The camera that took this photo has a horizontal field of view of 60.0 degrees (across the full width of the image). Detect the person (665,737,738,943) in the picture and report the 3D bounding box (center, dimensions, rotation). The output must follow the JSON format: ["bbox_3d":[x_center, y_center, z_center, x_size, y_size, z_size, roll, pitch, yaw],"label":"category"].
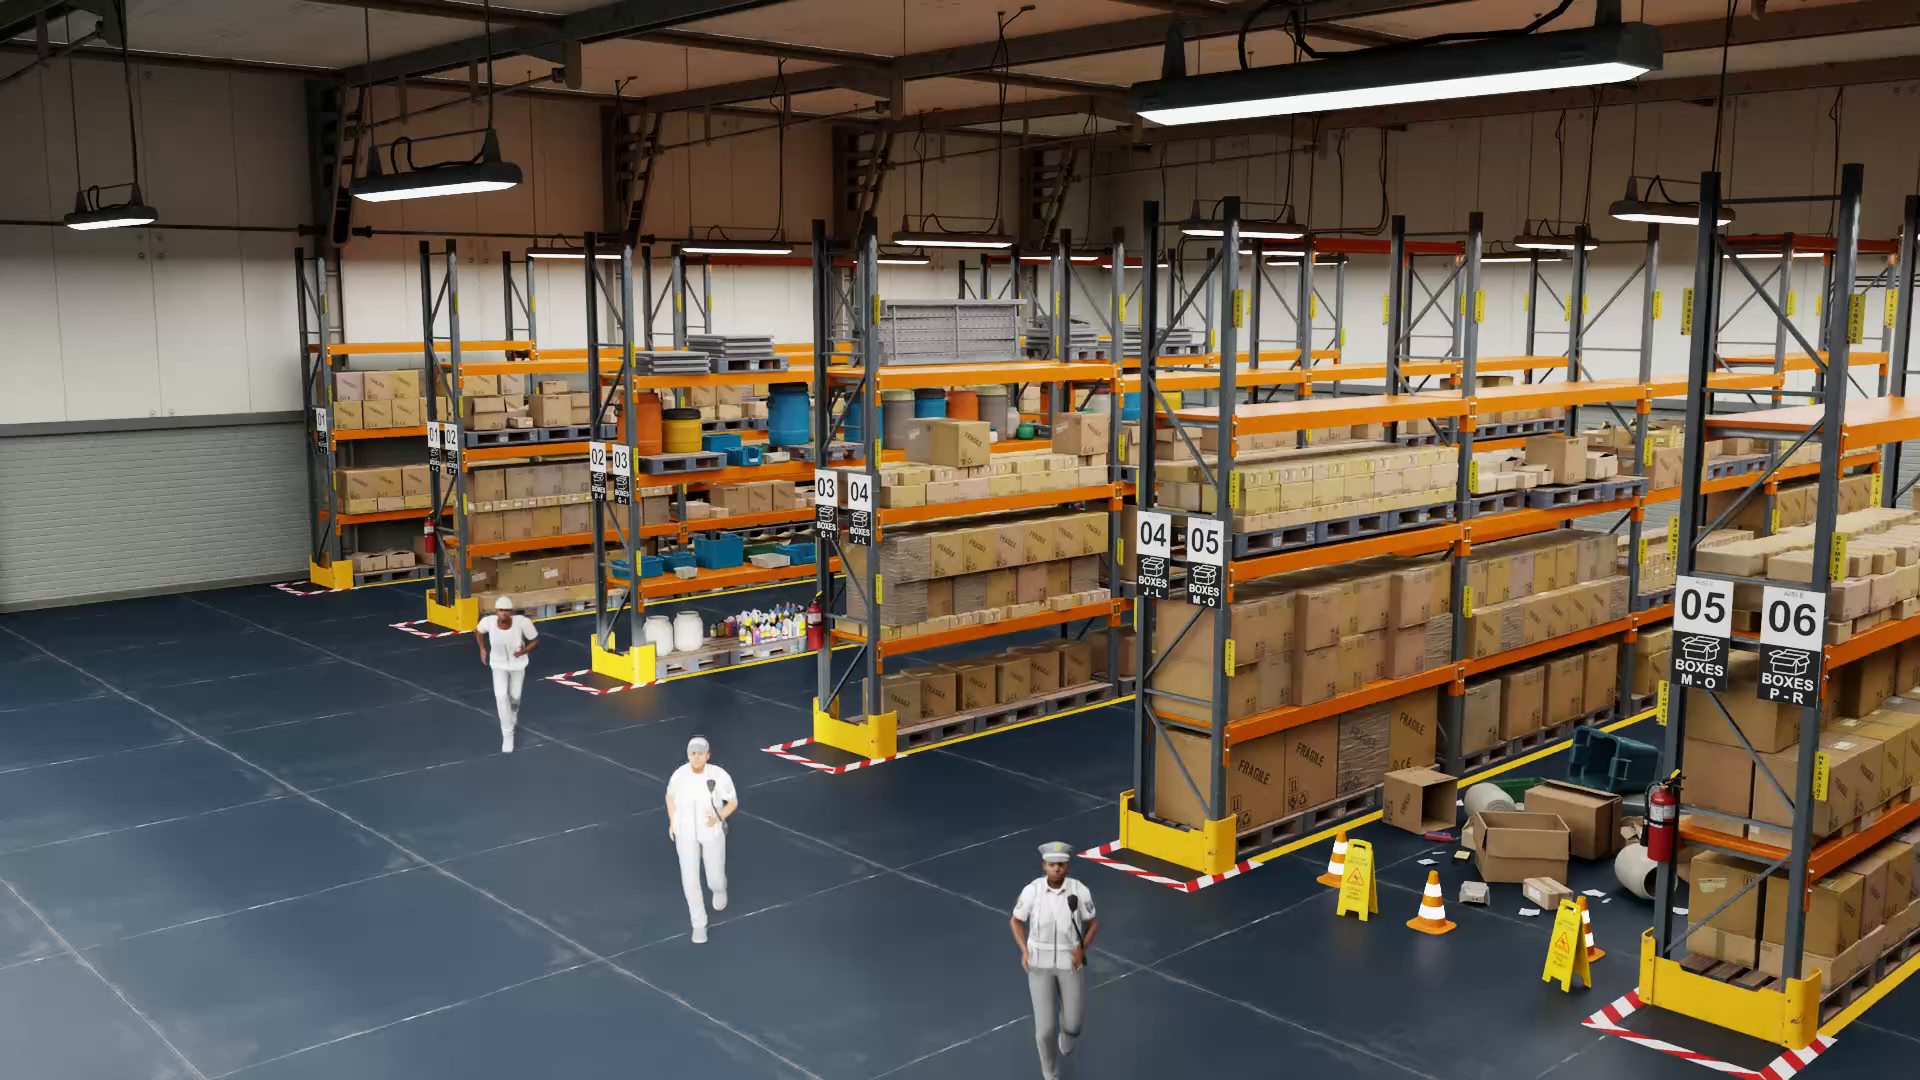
[{"bbox_3d":[-2.105,2.388,13.549,0.609,1.630,0.711,0,8,0],"label":"person"}]

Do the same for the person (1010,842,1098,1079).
[{"bbox_3d":[0.607,2.762,10.930,0.561,1.653,0.624,0,8,1],"label":"person"}]

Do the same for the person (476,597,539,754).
[{"bbox_3d":[-5.240,1.493,19.322,0.700,1.765,1.085,-2,9,-16],"label":"person"}]
